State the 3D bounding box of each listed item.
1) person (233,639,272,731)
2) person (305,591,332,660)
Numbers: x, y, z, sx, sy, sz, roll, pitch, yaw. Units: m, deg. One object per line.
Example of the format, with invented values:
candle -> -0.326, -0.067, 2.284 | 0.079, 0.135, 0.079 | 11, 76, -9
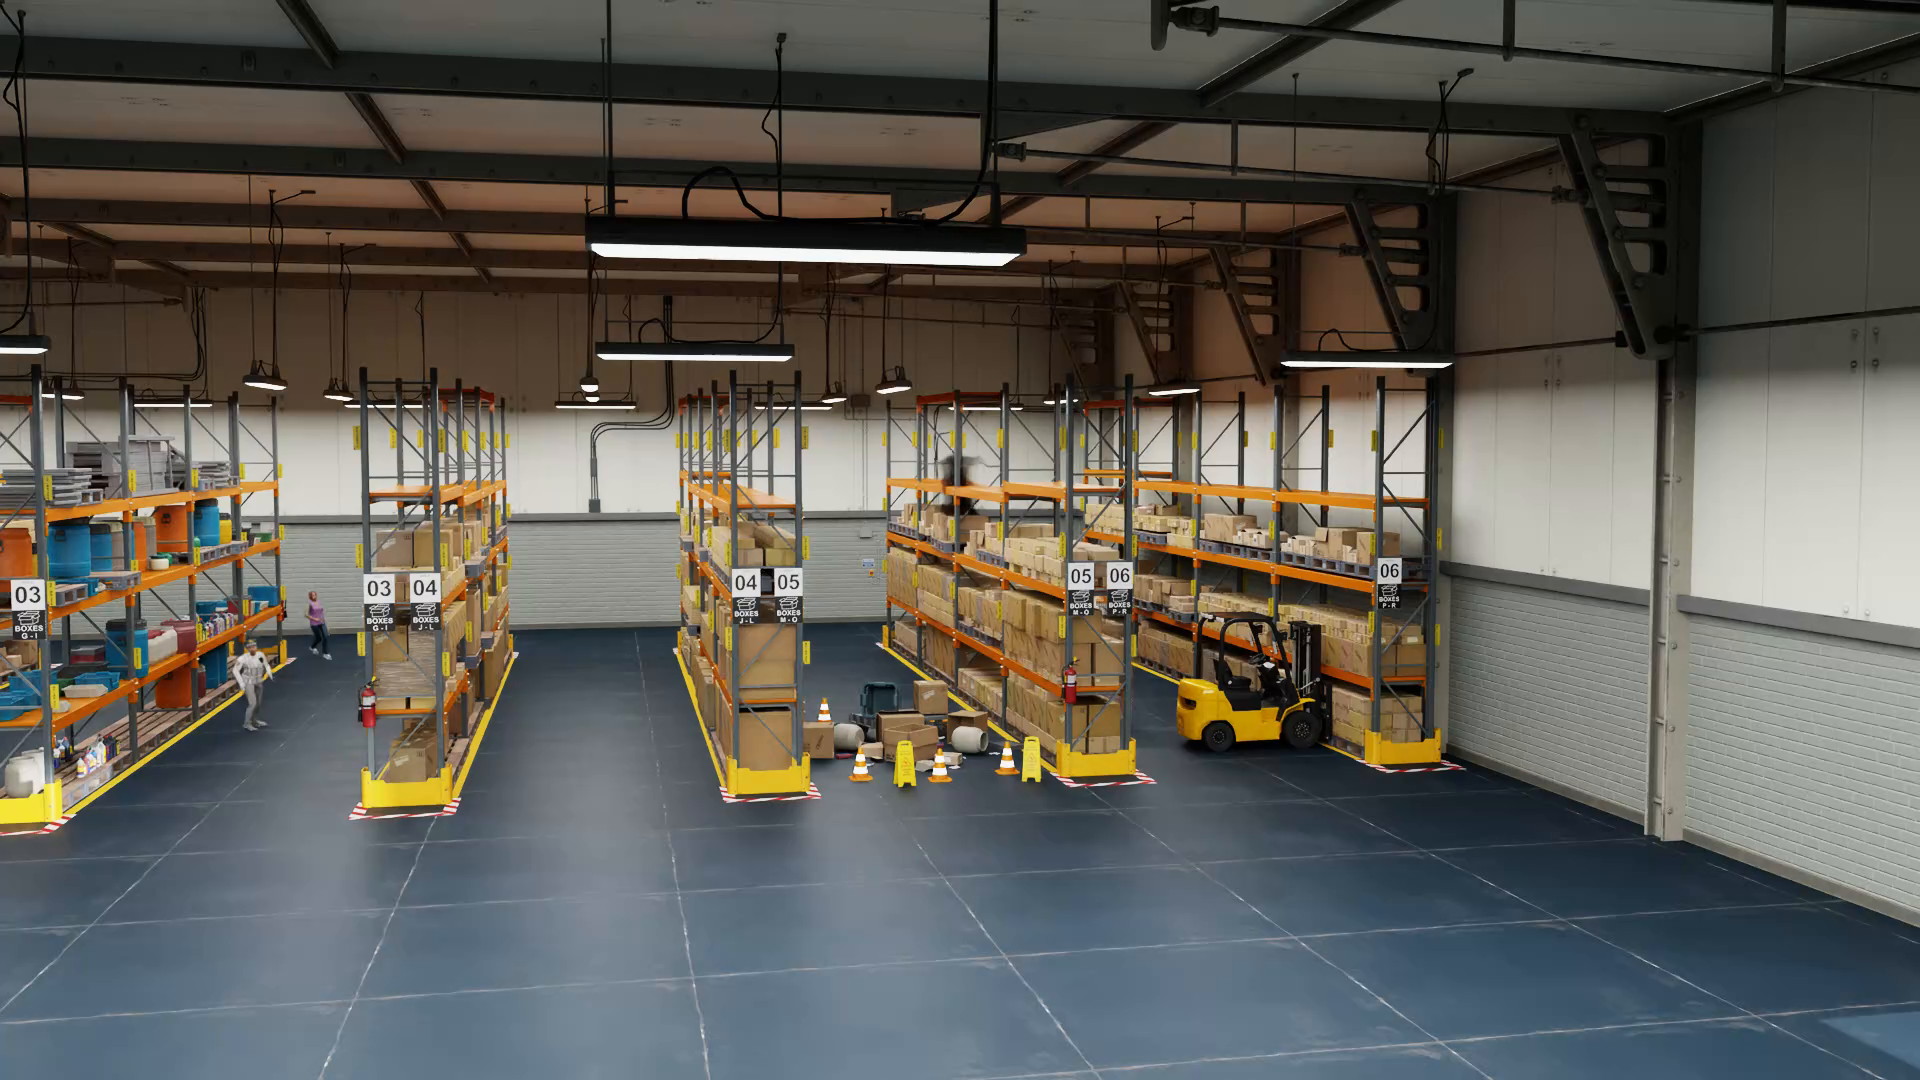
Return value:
person -> -12.247, 2.502, 28.887 | 0.764, 1.619, 0.635 | 2, 4, 29
person -> -14.768, 1.953, 38.165 | 0.744, 1.586, 0.575 | 2, 4, 34
